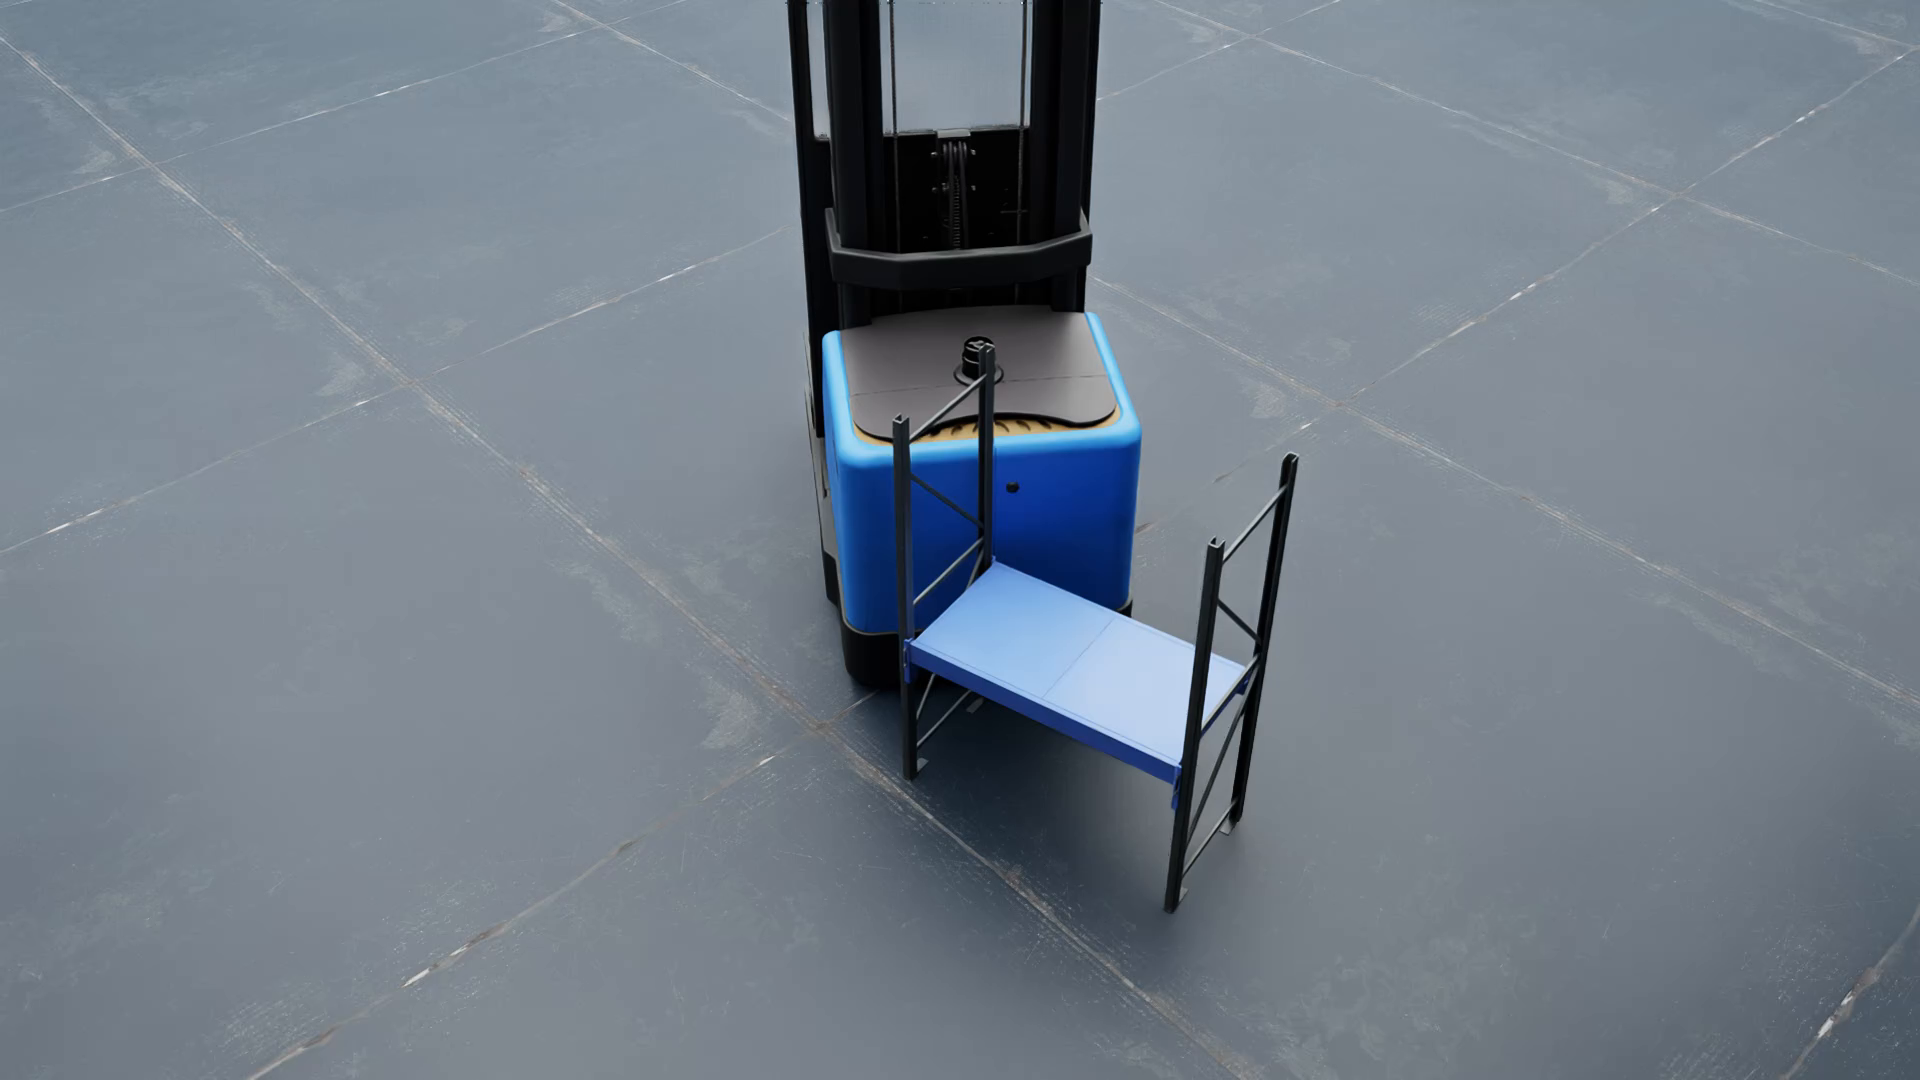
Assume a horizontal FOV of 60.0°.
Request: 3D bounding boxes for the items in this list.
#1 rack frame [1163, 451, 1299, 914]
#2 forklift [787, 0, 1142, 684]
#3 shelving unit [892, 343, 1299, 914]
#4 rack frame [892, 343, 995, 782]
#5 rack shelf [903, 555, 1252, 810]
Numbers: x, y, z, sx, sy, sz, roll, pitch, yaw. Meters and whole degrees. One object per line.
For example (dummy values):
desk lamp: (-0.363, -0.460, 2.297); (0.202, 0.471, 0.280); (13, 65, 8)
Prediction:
rack frame: (0.799, 0.469, 4.975); (0.032, 1.500, 0.500); (23, 44, 26)
forklift: (-0.088, -1.543, 6.328); (1.130, 2.935, 3.031); (-5, 39, -6)
shelving unit: (0.378, 0.291, 5.196); (1.048, 1.500, 0.538); (23, 44, 26)
rack frame: (-0.044, 0.113, 5.417); (0.032, 1.500, 0.500); (23, 44, 26)
rack shelf: (0.378, 0.431, 5.309); (1.000, 0.185, 0.538); (23, 44, 26)
